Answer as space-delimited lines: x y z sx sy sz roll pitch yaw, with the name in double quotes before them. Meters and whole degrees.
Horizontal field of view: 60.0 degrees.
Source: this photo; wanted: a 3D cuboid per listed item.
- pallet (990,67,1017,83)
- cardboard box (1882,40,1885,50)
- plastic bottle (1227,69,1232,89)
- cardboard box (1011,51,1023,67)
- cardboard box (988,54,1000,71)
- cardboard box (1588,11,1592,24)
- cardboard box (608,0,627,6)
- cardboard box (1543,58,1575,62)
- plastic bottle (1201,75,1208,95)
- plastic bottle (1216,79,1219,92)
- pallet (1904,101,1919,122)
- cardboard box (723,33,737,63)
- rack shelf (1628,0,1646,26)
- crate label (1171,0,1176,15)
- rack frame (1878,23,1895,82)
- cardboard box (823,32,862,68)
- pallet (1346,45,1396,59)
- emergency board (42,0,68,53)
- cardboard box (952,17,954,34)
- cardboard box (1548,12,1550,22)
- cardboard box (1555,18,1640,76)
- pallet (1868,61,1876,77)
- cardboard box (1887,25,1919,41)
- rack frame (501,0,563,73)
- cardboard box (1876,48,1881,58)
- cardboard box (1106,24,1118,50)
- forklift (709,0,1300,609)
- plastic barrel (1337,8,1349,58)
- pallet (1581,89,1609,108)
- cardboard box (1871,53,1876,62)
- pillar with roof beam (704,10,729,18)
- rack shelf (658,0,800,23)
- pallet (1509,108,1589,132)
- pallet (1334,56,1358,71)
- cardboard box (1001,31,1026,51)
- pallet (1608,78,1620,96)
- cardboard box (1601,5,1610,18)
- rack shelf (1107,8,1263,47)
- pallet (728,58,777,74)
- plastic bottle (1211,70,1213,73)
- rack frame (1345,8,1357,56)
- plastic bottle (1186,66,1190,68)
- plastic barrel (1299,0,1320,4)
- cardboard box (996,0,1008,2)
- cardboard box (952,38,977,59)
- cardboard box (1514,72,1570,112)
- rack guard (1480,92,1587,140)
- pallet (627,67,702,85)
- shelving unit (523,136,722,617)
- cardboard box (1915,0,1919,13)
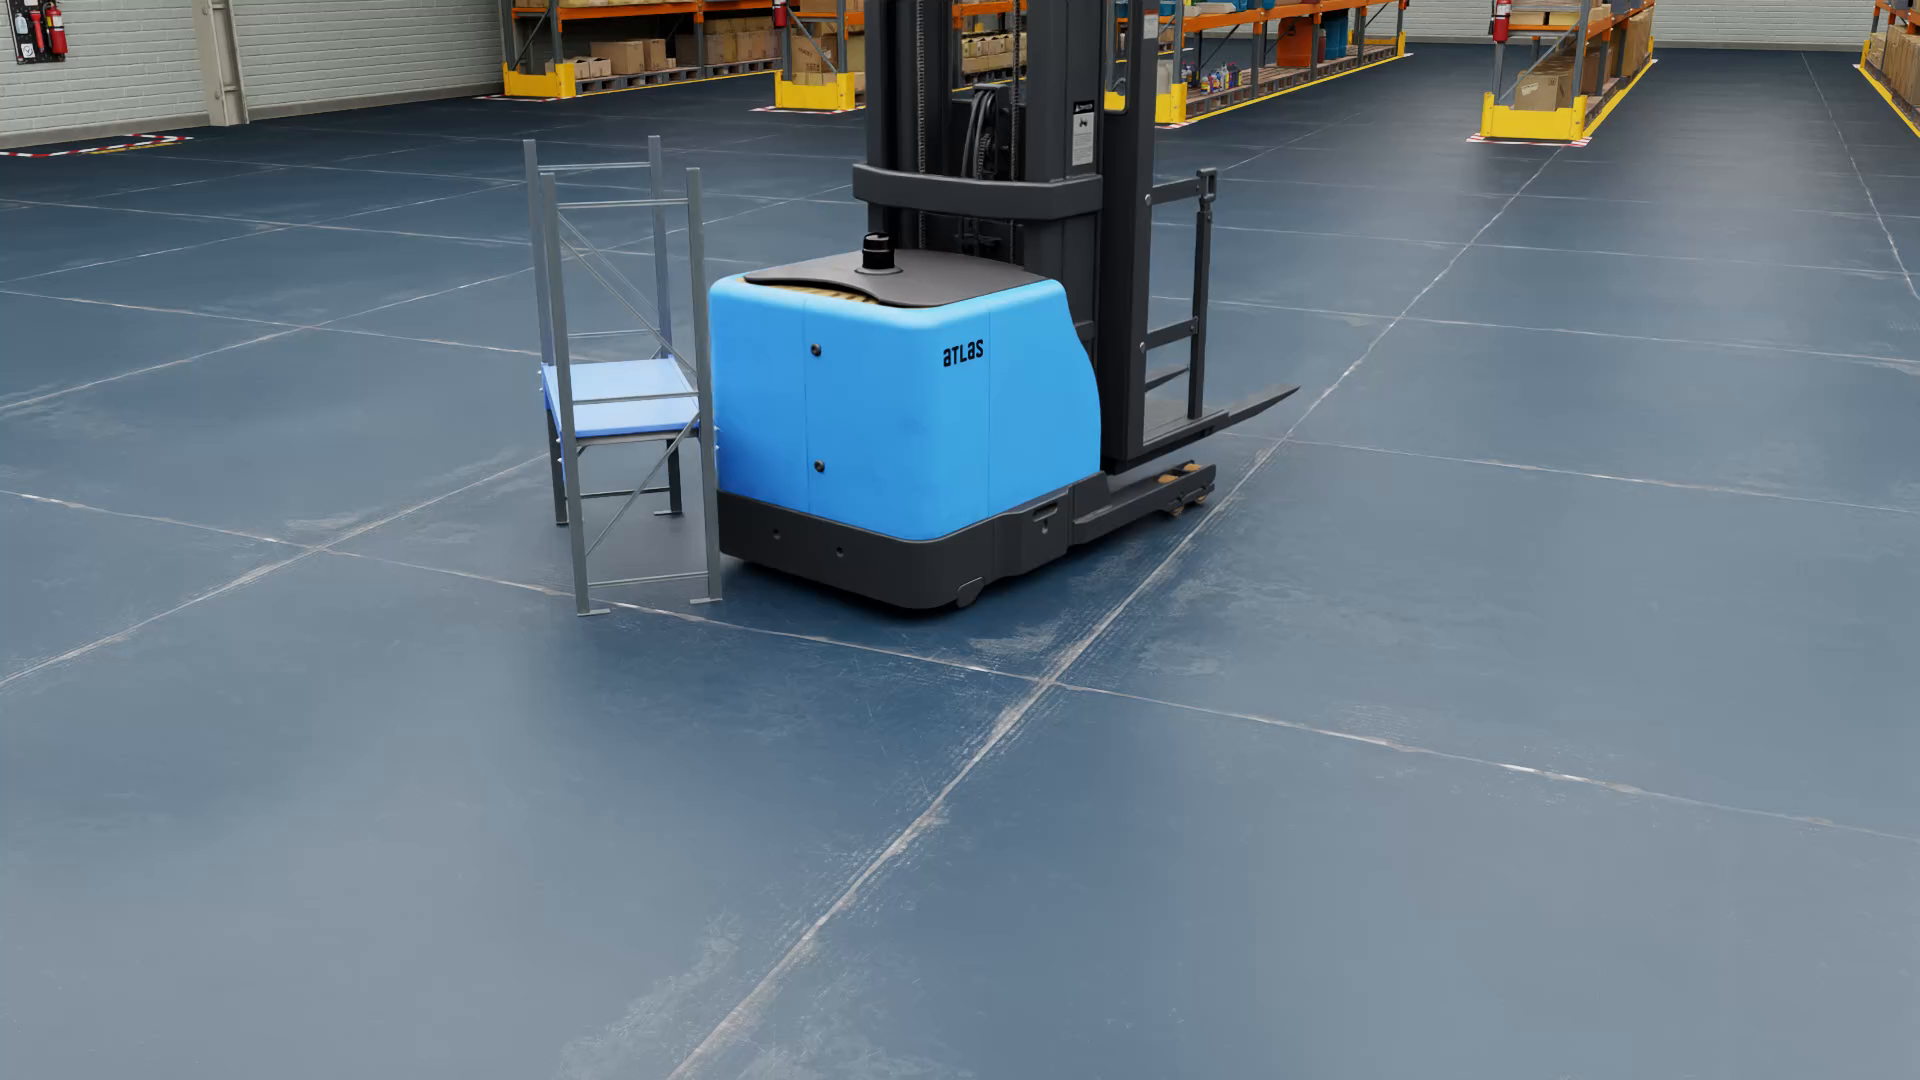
"pallet" 0.315 -8.193 29.192 1.003 0.211 1.213 9 21 23
"cardboard box" 16.323 -8.639 29.024 0.380 0.149 0.250 9 21 23
"plastic bottle" 3.960 -6.798 24.505 0.061 0.283 0.133 10 22 26
"cardboard box" 0.700 -9.852 28.993 0.692 3.050 0.521 8 21 22
"cardboard box" 0.362 -8.209 28.551 0.500 0.250 0.500 8 21 21
"cardboard box" 7.519 -6.403 20.372 0.380 0.149 0.250 9 21 23
"cardboard box" -5.705 -8.718 26.700 0.500 0.250 0.500 8 21 22
"cardboard box" 8.386 -6.445 23.219 0.500 0.500 0.500 8 21 21
"plastic bottle" 3.457 -6.432 23.493 0.097 0.271 0.097 0 20 0
"plastic bottle" 3.678 -6.565 23.970 0.097 0.201 0.097 0 20 0
"pallet" 13.317 -5.763 22.358 1.003 0.211 1.213 9 21 23
"cardboard box" -4.519 -9.002 30.380 0.700 0.500 0.500 8 21 22
"rack shelf" 11.043 -9.037 28.477 1.077 0.370 4.000 9 21 23
"crate label" 2.937 -7.615 23.352 0.502 0.435 0.616 9 21 23
"rack frame" 16.346 -9.276 28.075 1.000 3.000 0.127 9 21 23
"cardboard box" -1.743 -7.448 25.291 0.500 0.500 0.500 9 21 23
"pallet" 8.609 -10.329 35.198 1.003 0.211 1.213 9 21 23
"emergency board" -10.538 -6.028 19.358 0.183 0.685 0.291 9 21 23
"cardboard box" 11.020 -9.085 28.793 30.006 1.739 9.292 9 21 23
"cardboard box" 7.292 -6.621 20.984 0.380 0.149 0.250 9 21 23
"cardboard box" 10.526 -8.169 27.508 1.225 0.875 0.875 8 21 20
"pallet" 17.087 -8.546 30.185 1.003 0.211 1.213 9 21 23
"cardboard box" 15.802 -8.460 27.764 0.500 0.250 0.500 8 21 20
"rack frame" -6.609 -8.358 25.494 1.000 3.000 0.127 9 21 23
"cardboard box" 16.378 -8.579 29.300 0.380 0.149 0.250 8 21 21
"cardboard box" 2.886 -10.187 33.711 0.500 0.500 0.500 8 21 22
"forklift" 0.407 -1.572 6.514 1.130 2.935 3.031 15 24 36
"plastic barrel" 7.105 -9.712 31.806 0.600 0.901 0.708 9 21 23
"pallet" 8.904 -6.466 24.336 1.003 0.211 1.213 9 21 23
"cardboard box" 16.946 -8.851 30.507 0.380 0.149 0.250 7 21 20
"pillar with roof beam" -0.727 -12.761 28.920 9.100 9.000 0.400 9 21 23
"rack shelf" -4.152 -9.853 30.772 1.077 0.370 4.000 9 21 23
"pallet" 7.344 -5.272 20.978 1.003 0.211 1.213 9 21 23
"pallet" 6.990 -9.123 31.806 1.003 0.211 1.213 9 21 23
"cardboard box" 0.992 -8.938 29.764 0.500 0.311 0.500 8 21 22
"pallet" 9.903 -7.212 26.433 1.003 0.211 1.213 9 21 23
"cardboard box" 8.498 -7.082 22.282 0.380 0.149 0.250 9 21 23
"rack shelf" 3.249 -7.271 23.511 1.077 0.370 4.000 9 21 23
"pallet" -4.155 -8.879 31.121 1.003 0.211 1.213 9 21 23
"plastic bottle" 3.689 -6.720 24.286 0.061 0.283 0.133 9 21 23
"rack frame" 7.347 -10.666 31.985 0.949 2.616 0.053 9 21 23
"plastic bottle" 3.430 -7.005 25.099 0.152 0.276 0.135 9 22 25
"plastic barrel" 5.792 -9.325 28.009 0.600 0.536 0.708 9 21 23
"cardboard box" 0.516 -9.657 28.997 0.500 0.500 0.500 7 21 20
"cardboard box" -0.053 -8.161 27.579 0.500 0.311 0.500 9 21 23
"cardboard box" 7.219 -5.528 20.639 0.500 0.500 0.500 13 23 33
"rack guard" 6.980 -5.164 20.245 1.175 0.500 0.348 9 21 23
"pallet" -5.213 -8.057 28.808 1.003 0.211 1.213 9 21 23
"shelving unit" -1.228 -0.633 6.010 0.538 1.500 1.048 -6 20 -16
"cardboard box" 14.072 -7.844 23.900 0.500 0.500 0.500 8 21 22
